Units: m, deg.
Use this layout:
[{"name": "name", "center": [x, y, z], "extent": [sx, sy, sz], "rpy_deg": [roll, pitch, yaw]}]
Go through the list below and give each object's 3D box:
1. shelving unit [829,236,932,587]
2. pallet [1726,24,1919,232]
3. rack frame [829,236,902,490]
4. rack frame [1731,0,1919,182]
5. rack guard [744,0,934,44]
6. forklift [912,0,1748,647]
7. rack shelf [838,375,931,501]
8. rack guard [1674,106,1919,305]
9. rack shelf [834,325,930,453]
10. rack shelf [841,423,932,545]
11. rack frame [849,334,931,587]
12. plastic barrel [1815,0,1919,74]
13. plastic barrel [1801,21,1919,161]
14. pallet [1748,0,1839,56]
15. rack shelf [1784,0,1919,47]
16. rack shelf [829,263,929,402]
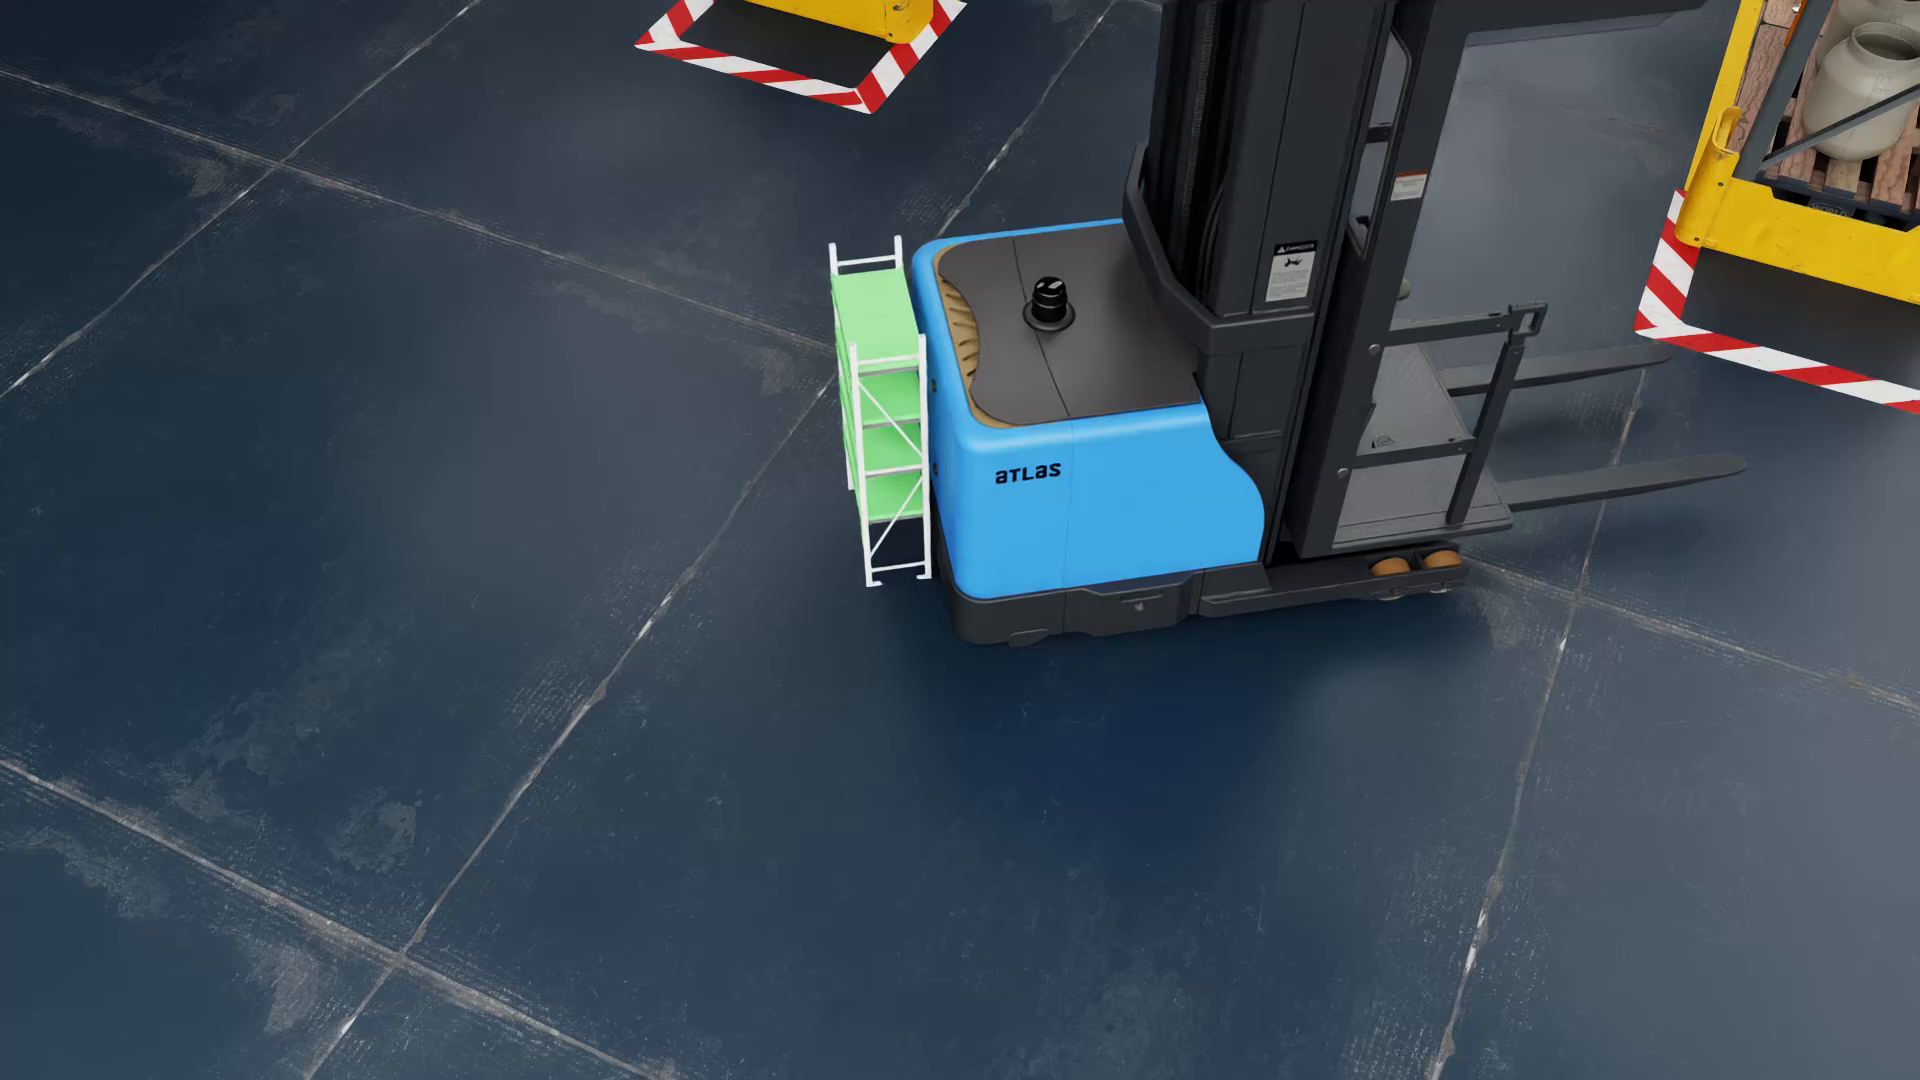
[{"name": "shelving unit", "center": [-0.270, -0.421, 5.820], "extent": [0.258, 1.200, 0.503], "rpy_deg": [-8, 50, -7]}, {"name": "pallet", "center": [4.113, -1.886, 7.716], "extent": [1.003, 0.211, 1.213], "rpy_deg": [20, 52, 16]}, {"name": "rack frame", "center": [-0.313, -0.603, 5.975], "extent": [0.240, 1.200, 0.015], "rpy_deg": [-8, 50, -7]}, {"name": "rack frame", "center": [3.771, -2.164, 6.122], "extent": [1.000, 3.000, 0.127], "rpy_deg": [20, 52, 16]}, {"name": "rack guard", "center": [-0.716, -2.952, 8.433], "extent": [1.175, 0.500, 0.348], "rpy_deg": [20, 52, 16]}, {"name": "forklift", "center": [1.388, -1.121, 5.279], "extent": [3.031, 2.935, 1.130], "rpy_deg": [-8, 50, -7]}, {"name": "rack shelf", "center": [-0.270, -0.379, 5.868], "extent": [0.258, 0.148, 0.480], "rpy_deg": [-8, 50, -7]}, {"name": "rack guard", "center": [3.761, -1.422, 7.131], "extent": [1.175, 0.500, 0.348], "rpy_deg": [20, 52, 16]}, {"name": "rack shelf", "center": [-0.270, -0.535, 5.685], "extent": [0.258, 0.148, 0.480], "rpy_deg": [-8, 50, -7]}, {"name": "rack shelf", "center": [-0.269, -0.224, 6.051], "extent": [0.258, 0.148, 0.480], "rpy_deg": [-8, 50, -7]}, {"name": "rack frame", "center": [-0.226, -0.238, 5.664], "extent": [0.240, 1.200, 0.015], "rpy_deg": [-8, 50, -7]}, {"name": "plastic barrel", "center": [4.197, -2.317, 7.610], "extent": [0.421, 0.512, 0.421], "rpy_deg": [0, 50, 0]}, {"name": "plastic barrel", "center": [3.983, -1.972, 7.316], "extent": [0.421, 0.512, 0.421], "rpy_deg": [0, 50, 0]}, {"name": "pallet", "center": [4.635, -2.723, 8.428], "extent": [1.003, 0.211, 1.213], "rpy_deg": [20, 52, 16]}, {"name": "rack shelf", "center": [4.625, -3.308, 7.568], "extent": [1.077, 0.370, 4.000], "rpy_deg": [20, 52, 16]}, {"name": "rack shelf", "center": [-0.271, -0.690, 5.503], "extent": [0.258, 0.148, 0.480], "rpy_deg": [-8, 50, -7]}]
